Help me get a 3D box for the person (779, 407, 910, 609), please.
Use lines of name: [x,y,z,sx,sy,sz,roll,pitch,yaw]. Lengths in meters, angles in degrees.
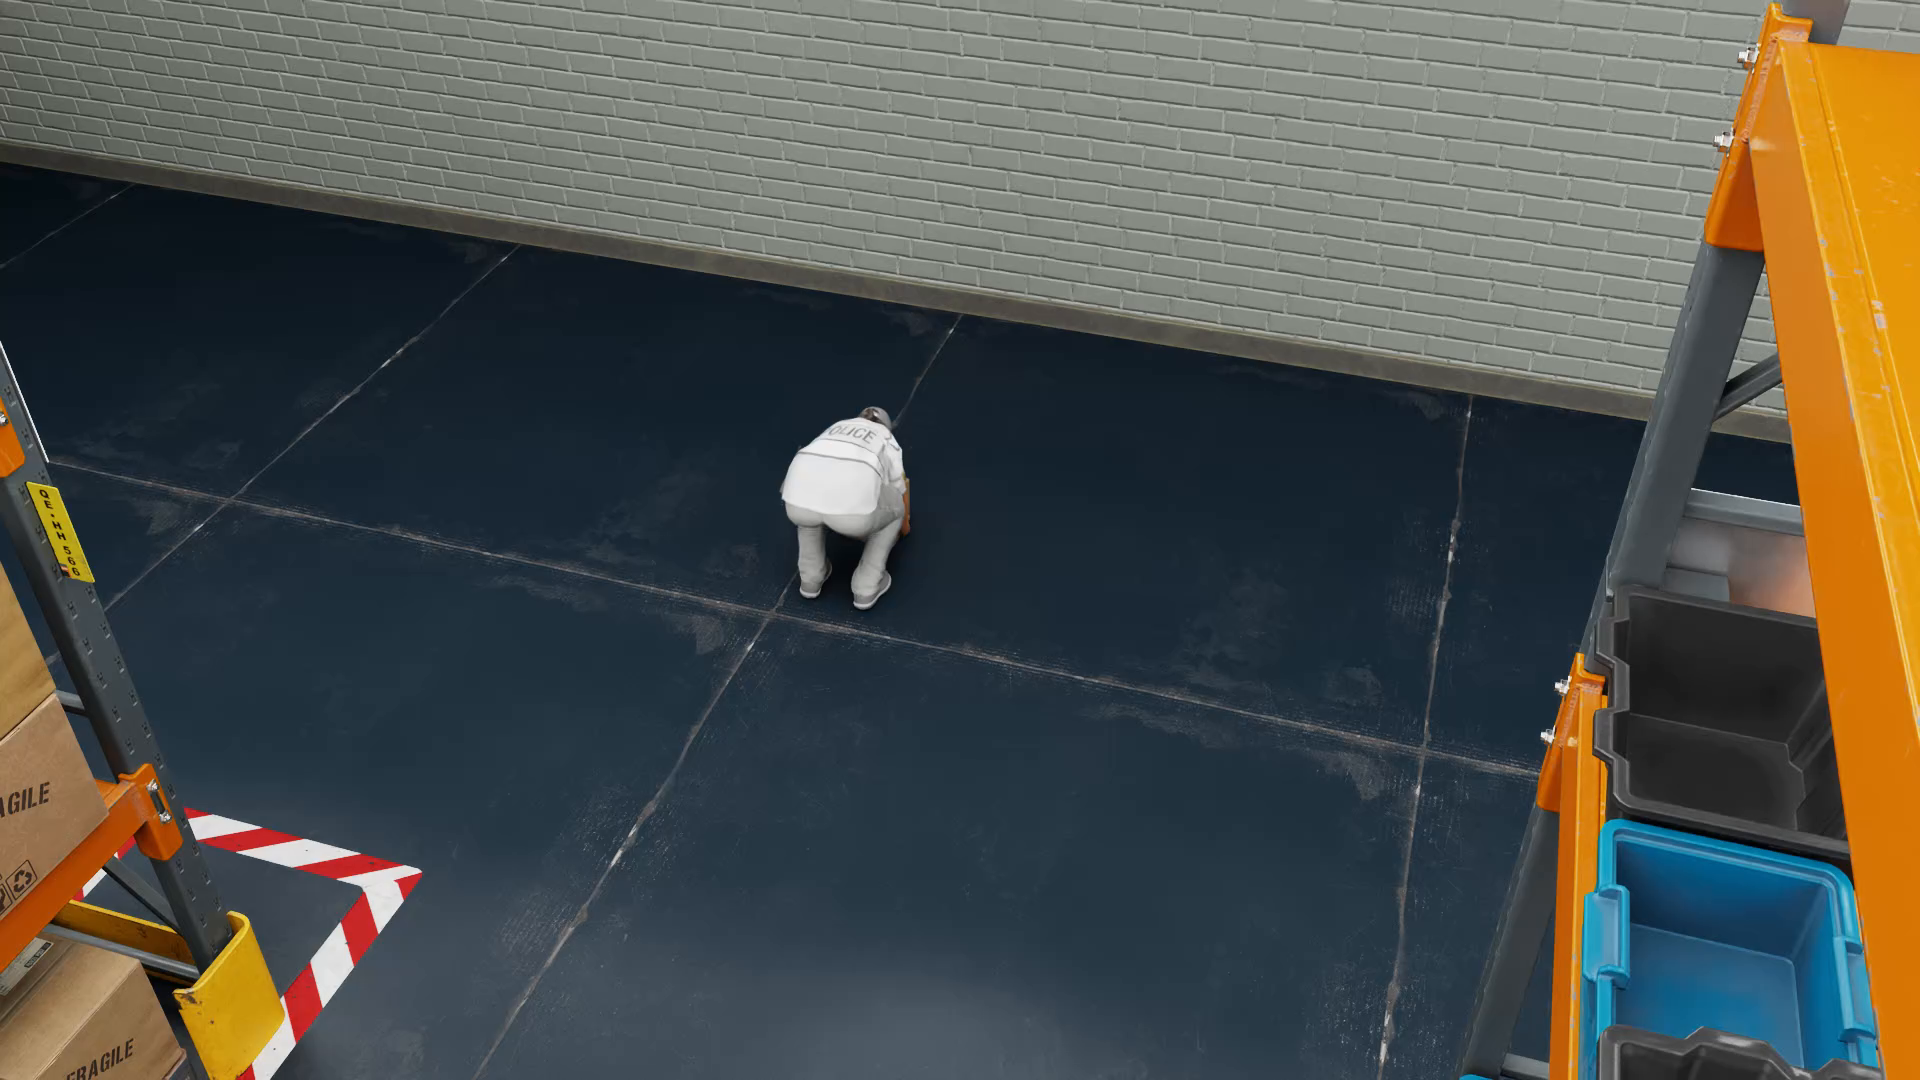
person: [-0.515,-0.194,7.828,0.524,0.854,0.940,9,38,12]
